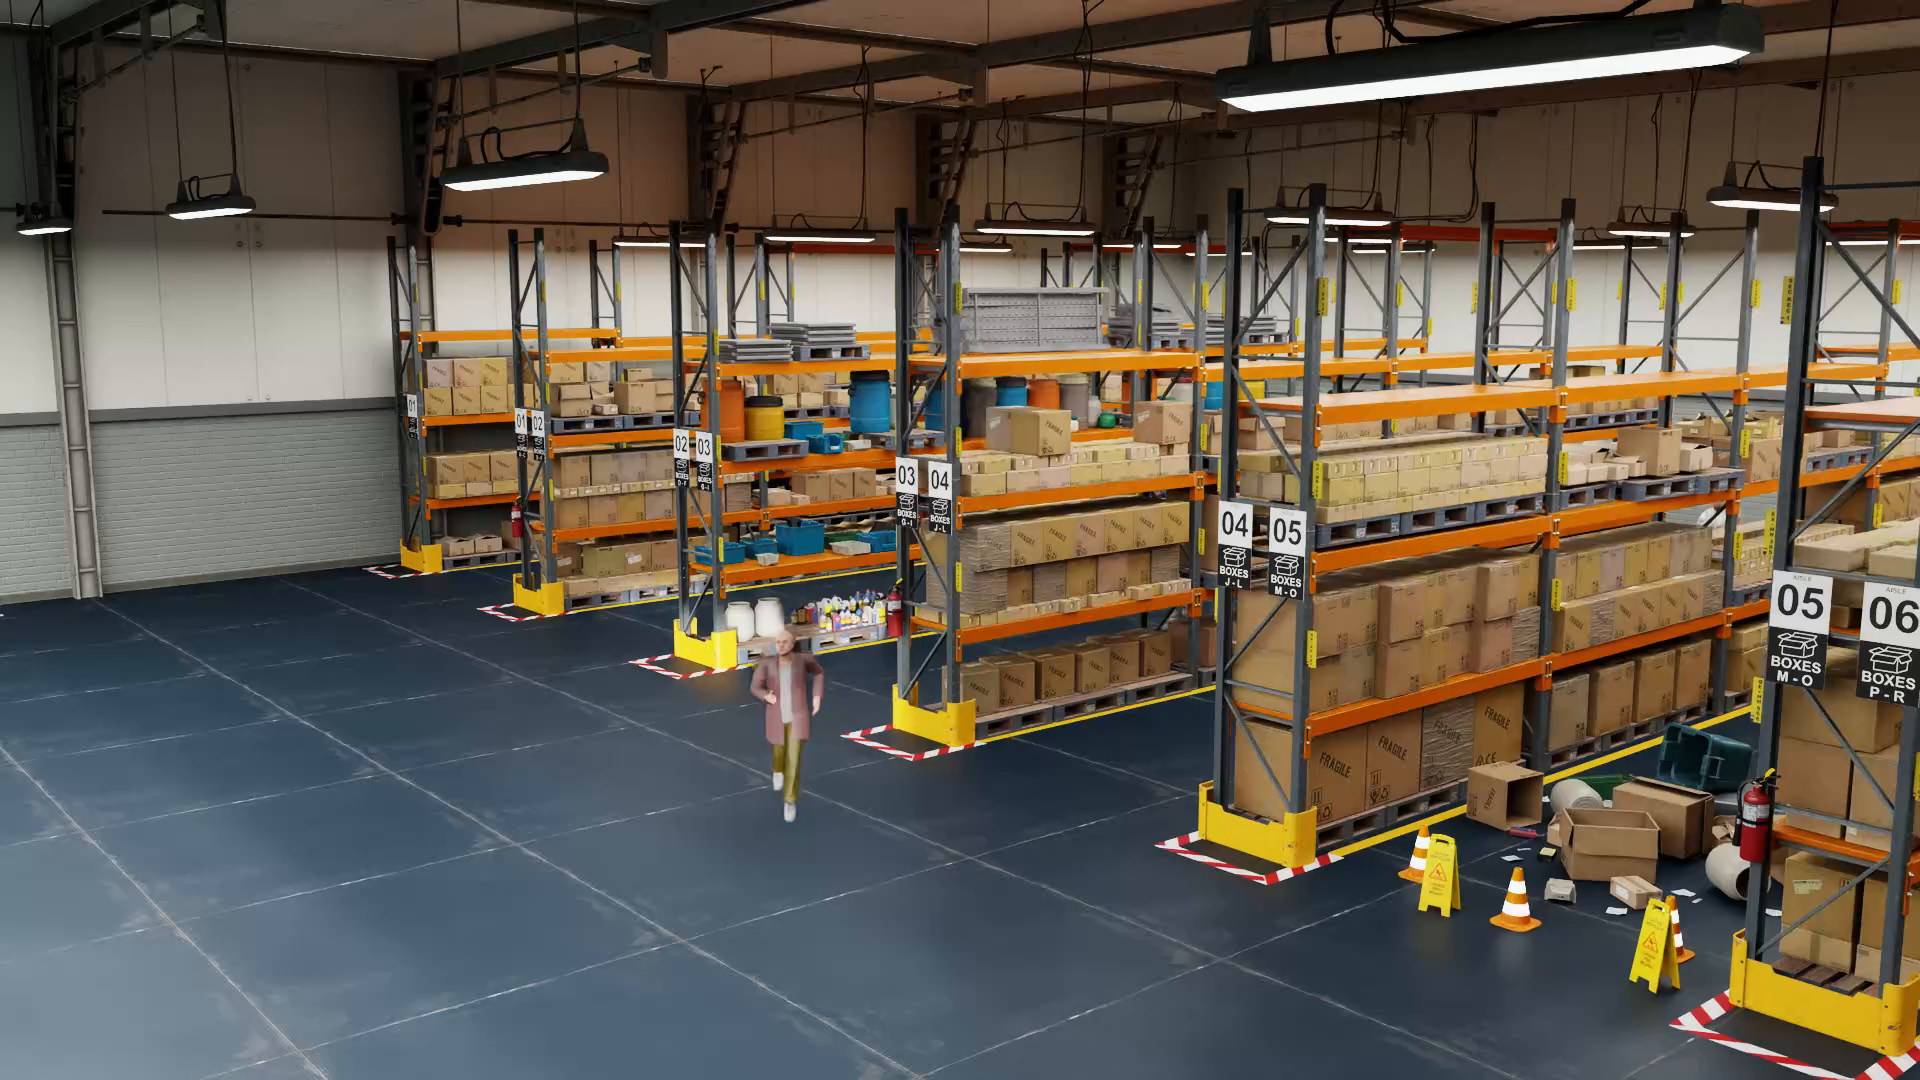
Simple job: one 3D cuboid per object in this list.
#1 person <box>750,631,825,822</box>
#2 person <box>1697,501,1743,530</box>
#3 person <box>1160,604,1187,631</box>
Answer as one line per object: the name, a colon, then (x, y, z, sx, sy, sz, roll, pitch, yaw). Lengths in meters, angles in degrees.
person: (-1.707, 1.767, 16.488, 0.719, 1.800, 1.060, 0, 9, 1)
person: (12.594, 0.086, 27.620, 0.682, 1.794, 0.905, 5, 10, 28)
person: (3.298, 0.441, 25.124, 0.679, 1.774, 0.951, 7, 11, 39)
